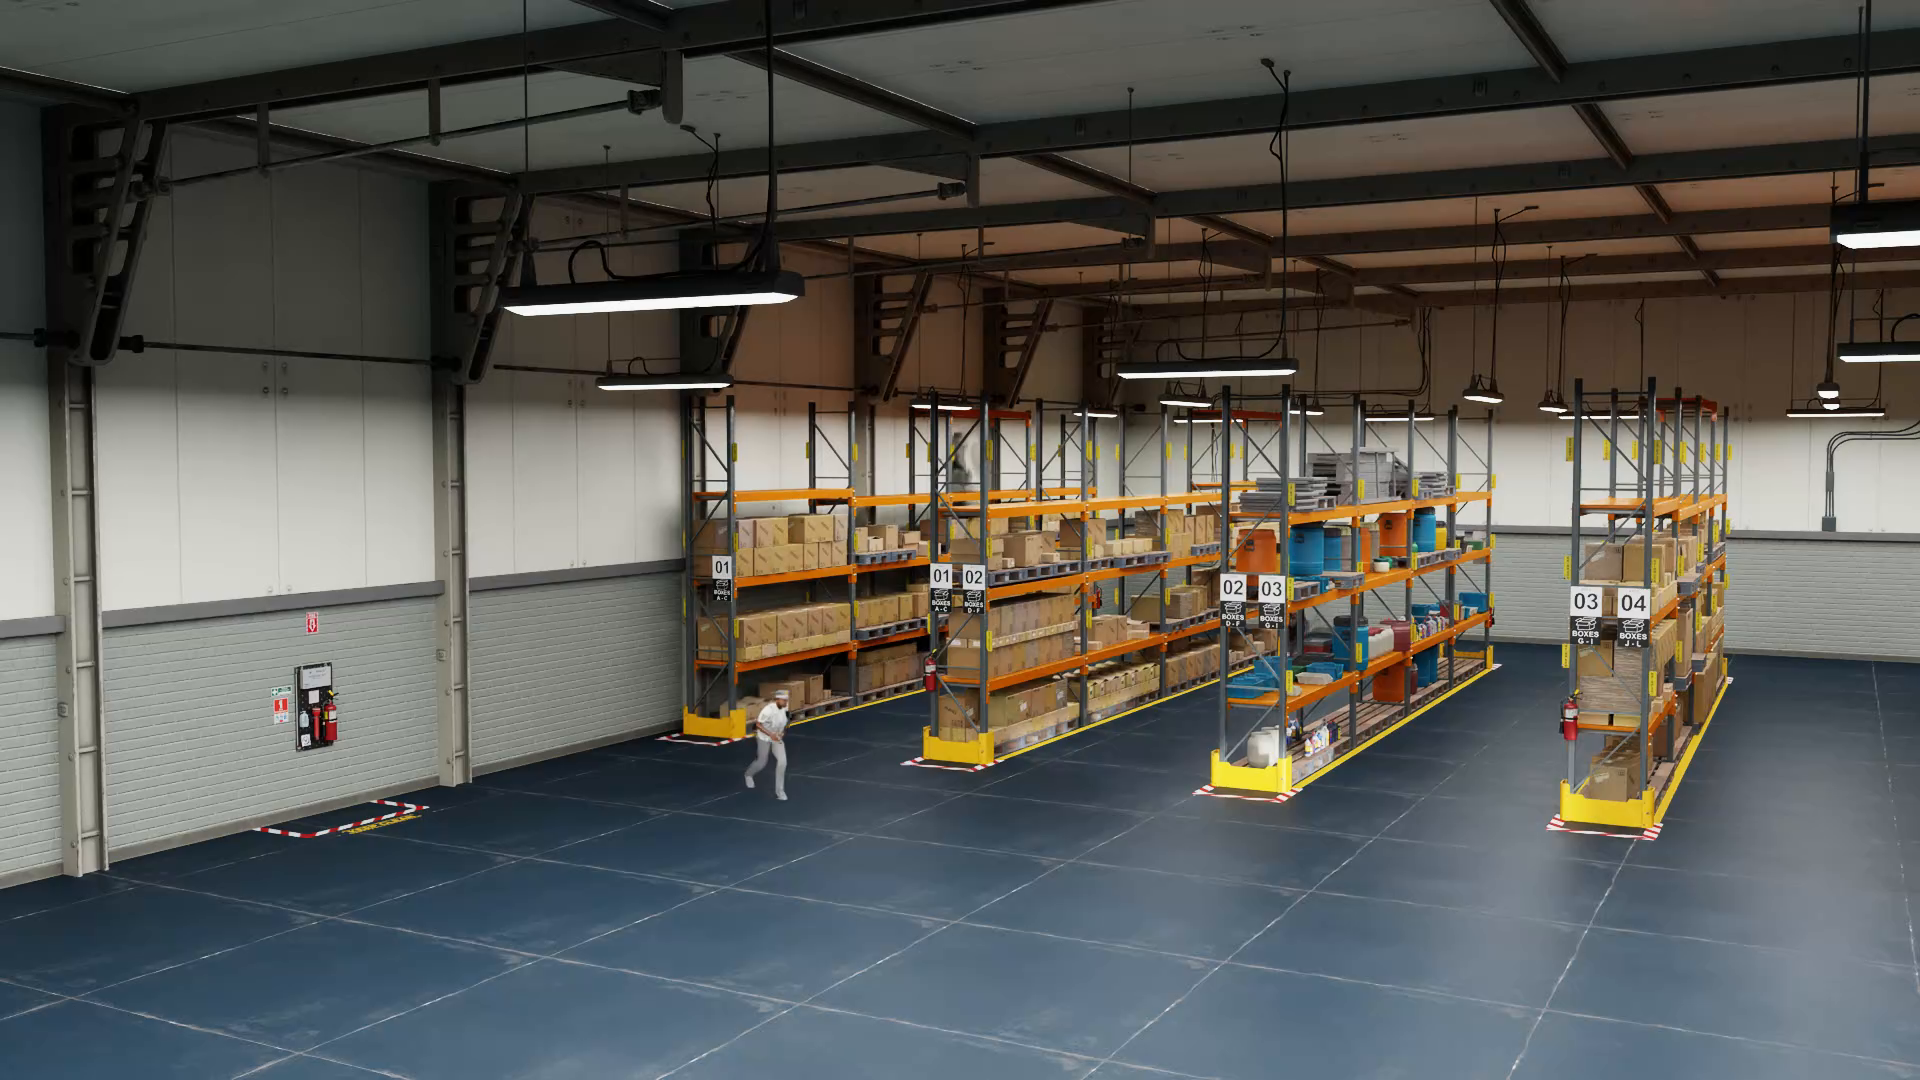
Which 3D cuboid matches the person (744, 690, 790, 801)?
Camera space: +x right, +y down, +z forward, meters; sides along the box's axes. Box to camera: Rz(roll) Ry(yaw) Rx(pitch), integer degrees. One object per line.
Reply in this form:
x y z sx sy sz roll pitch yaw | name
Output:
-2.813 2.954 24.269 0.982 1.625 0.611 3 4 43 | person

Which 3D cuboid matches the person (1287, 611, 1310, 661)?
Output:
7.497 2.245 37.121 0.658 1.667 0.842 1 3 22 | person
